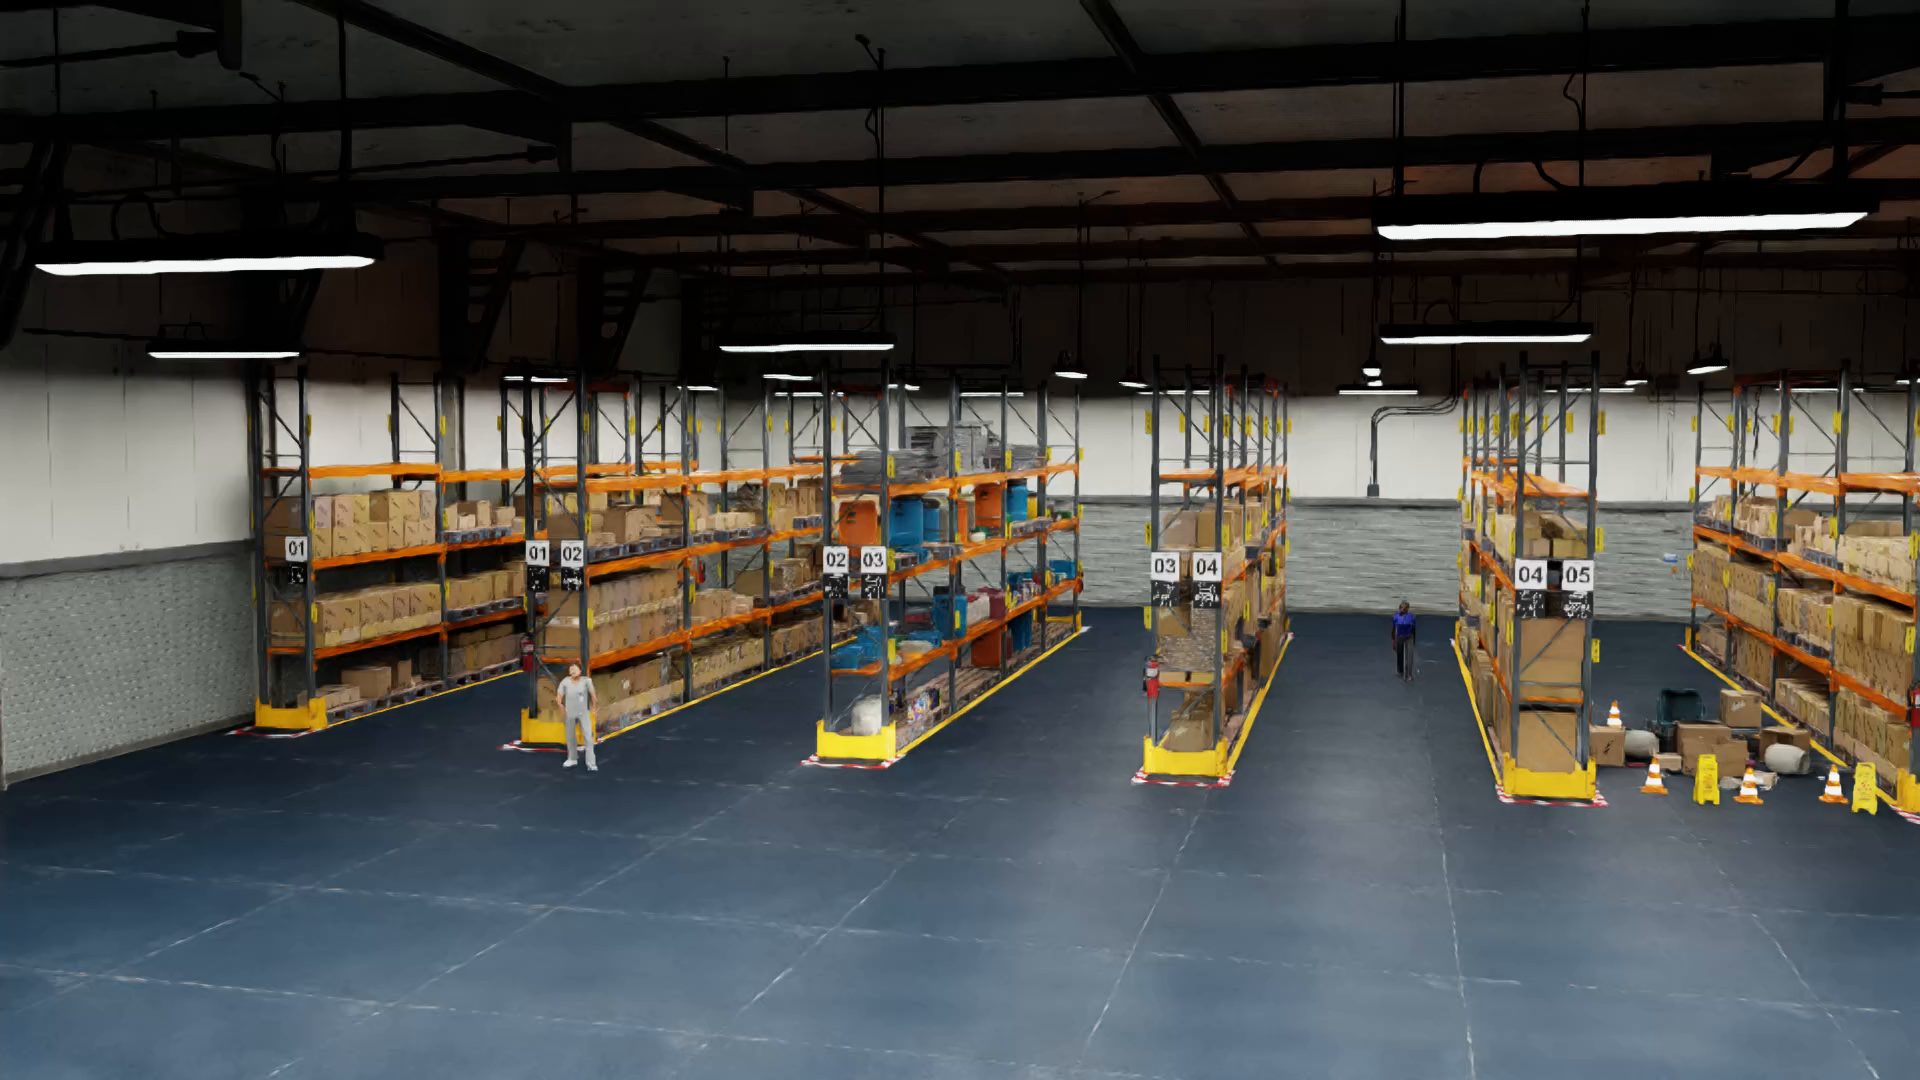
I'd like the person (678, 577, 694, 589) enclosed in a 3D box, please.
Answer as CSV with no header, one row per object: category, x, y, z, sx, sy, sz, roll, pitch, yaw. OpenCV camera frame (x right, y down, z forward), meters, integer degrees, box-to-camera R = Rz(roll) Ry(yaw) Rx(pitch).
person,-7.421,1.034,44.623,0.464,1.761,0.720,4,5,42

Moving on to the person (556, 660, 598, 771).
person,-5.532,2.527,24.150,0.614,1.610,0.799,0,4,-4

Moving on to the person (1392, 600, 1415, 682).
person,8.686,1.952,32.581,0.447,1.574,1.088,1,4,16
